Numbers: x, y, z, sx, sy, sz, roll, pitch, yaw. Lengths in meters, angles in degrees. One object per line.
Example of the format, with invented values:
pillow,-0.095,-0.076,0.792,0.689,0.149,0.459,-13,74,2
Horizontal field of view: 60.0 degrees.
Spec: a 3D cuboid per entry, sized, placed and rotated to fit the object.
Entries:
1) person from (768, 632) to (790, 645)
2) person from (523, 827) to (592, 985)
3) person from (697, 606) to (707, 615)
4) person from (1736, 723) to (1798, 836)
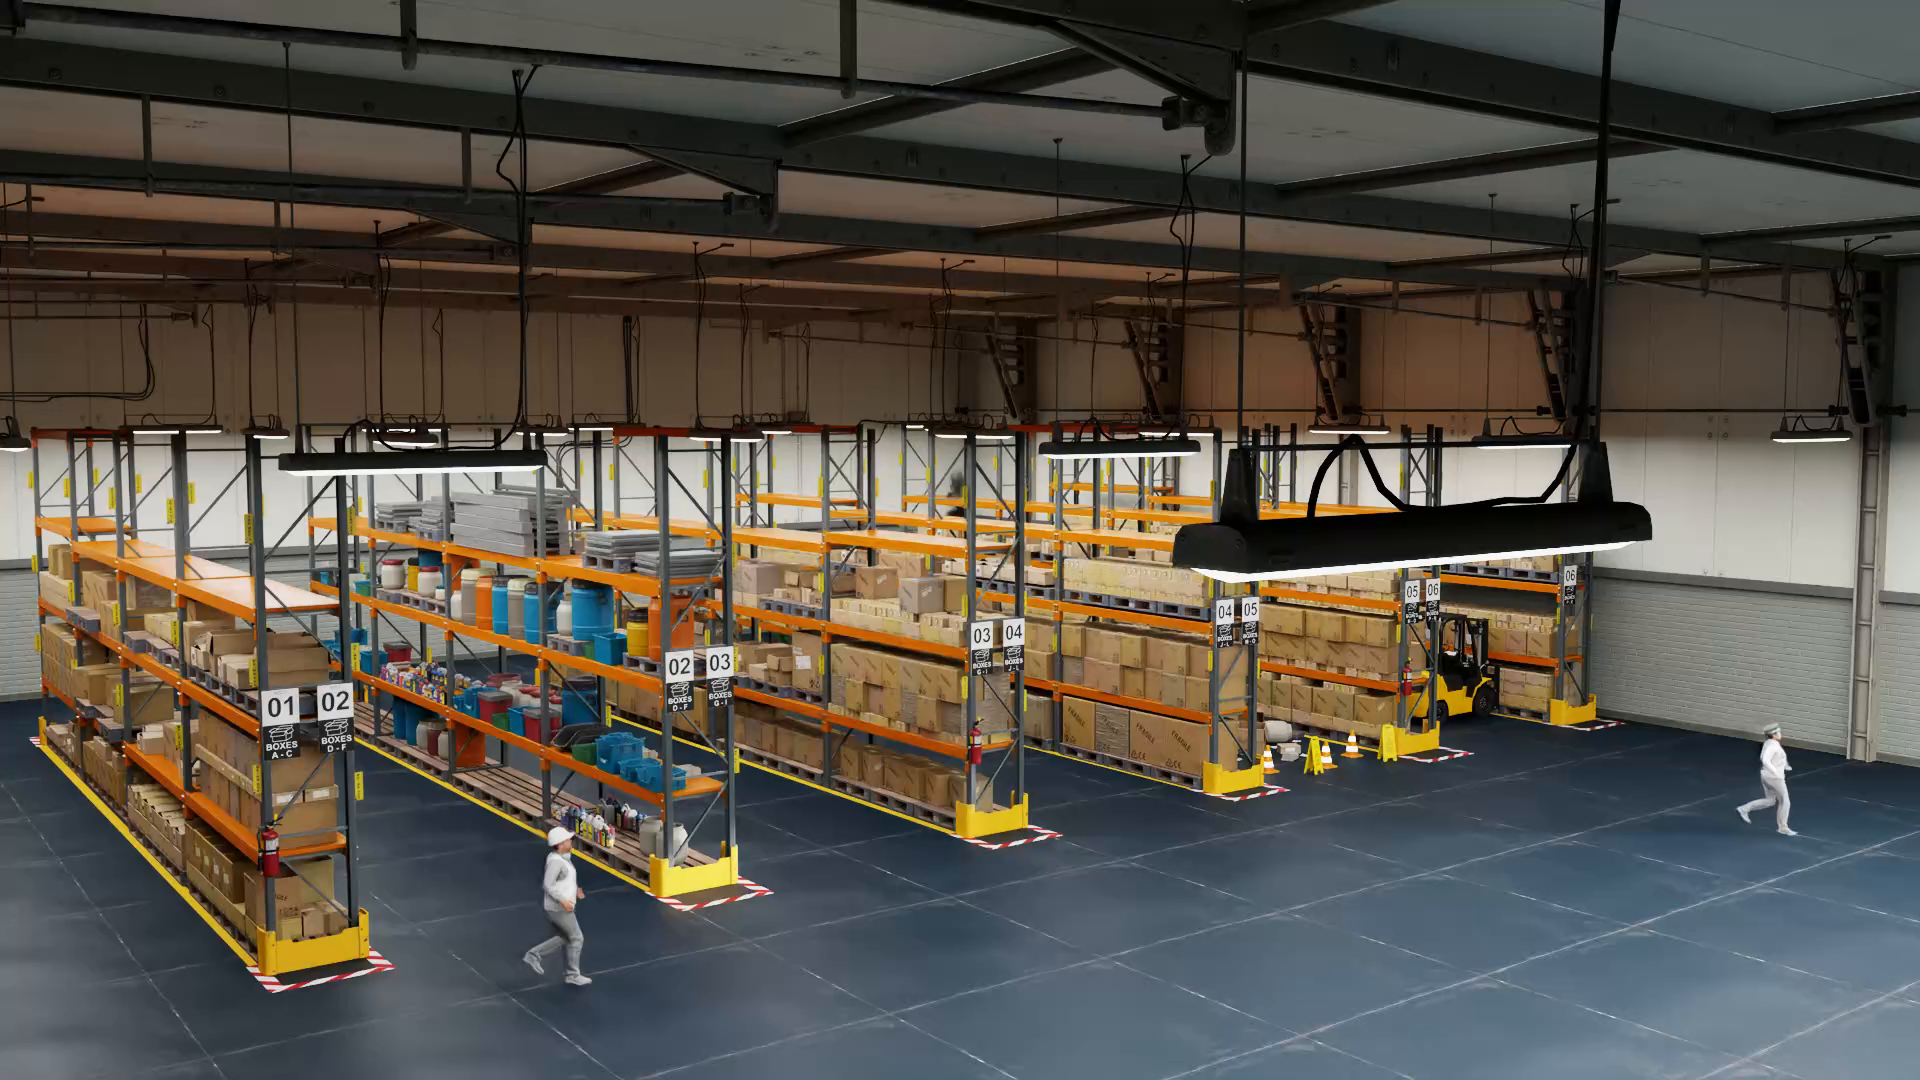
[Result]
person,-4.611,2.135,42.341,0.720,1.814,0.619,-3,6,-36
person,-4.434,4.032,18.276,0.732,1.771,0.682,-1,5,-13
person,-6.100,2.412,39.012,0.748,1.810,0.802,-1,5,-17
person,12.076,3.561,24.789,0.823,1.691,0.618,1,5,11
